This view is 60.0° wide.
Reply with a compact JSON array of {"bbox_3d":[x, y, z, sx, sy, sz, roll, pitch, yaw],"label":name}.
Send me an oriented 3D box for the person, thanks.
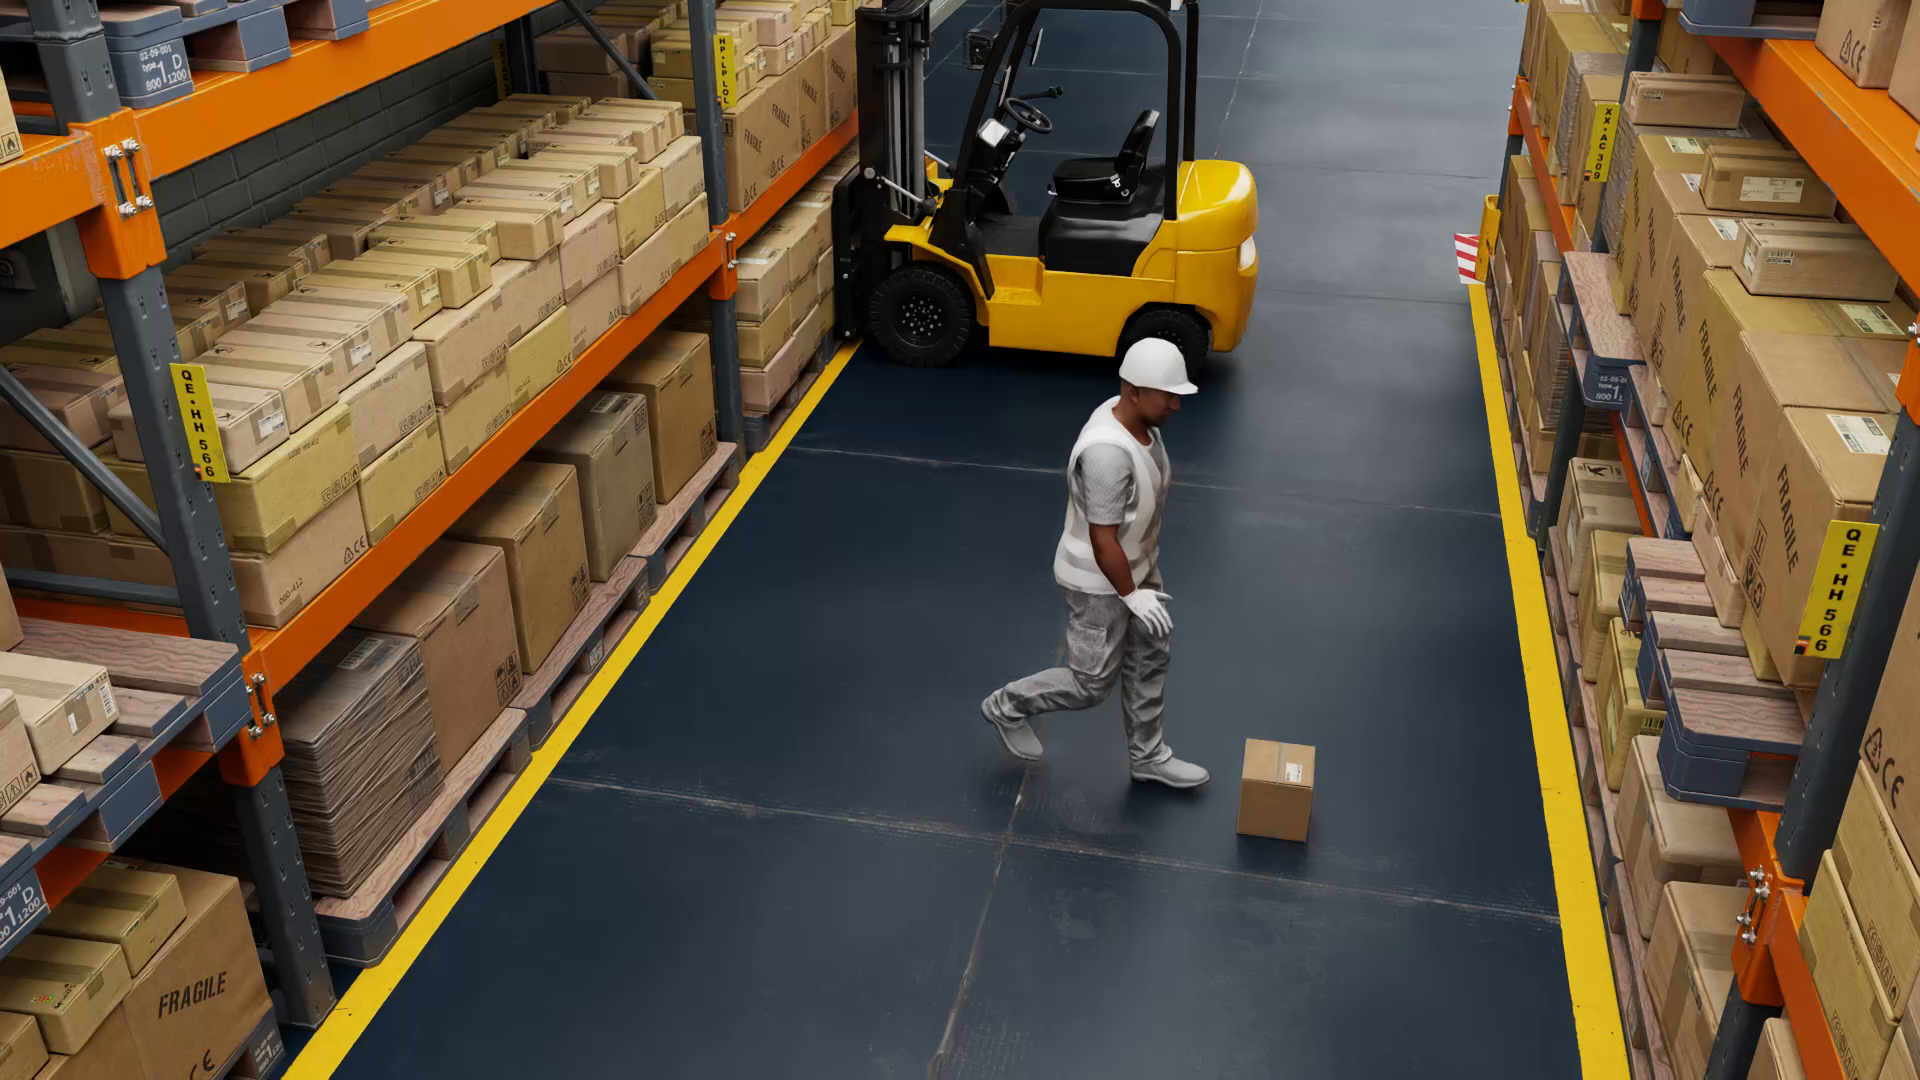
[{"bbox_3d":[0.509,0.107,5.900,0.860,1.759,0.567,13,31,22],"label":"person"}]
